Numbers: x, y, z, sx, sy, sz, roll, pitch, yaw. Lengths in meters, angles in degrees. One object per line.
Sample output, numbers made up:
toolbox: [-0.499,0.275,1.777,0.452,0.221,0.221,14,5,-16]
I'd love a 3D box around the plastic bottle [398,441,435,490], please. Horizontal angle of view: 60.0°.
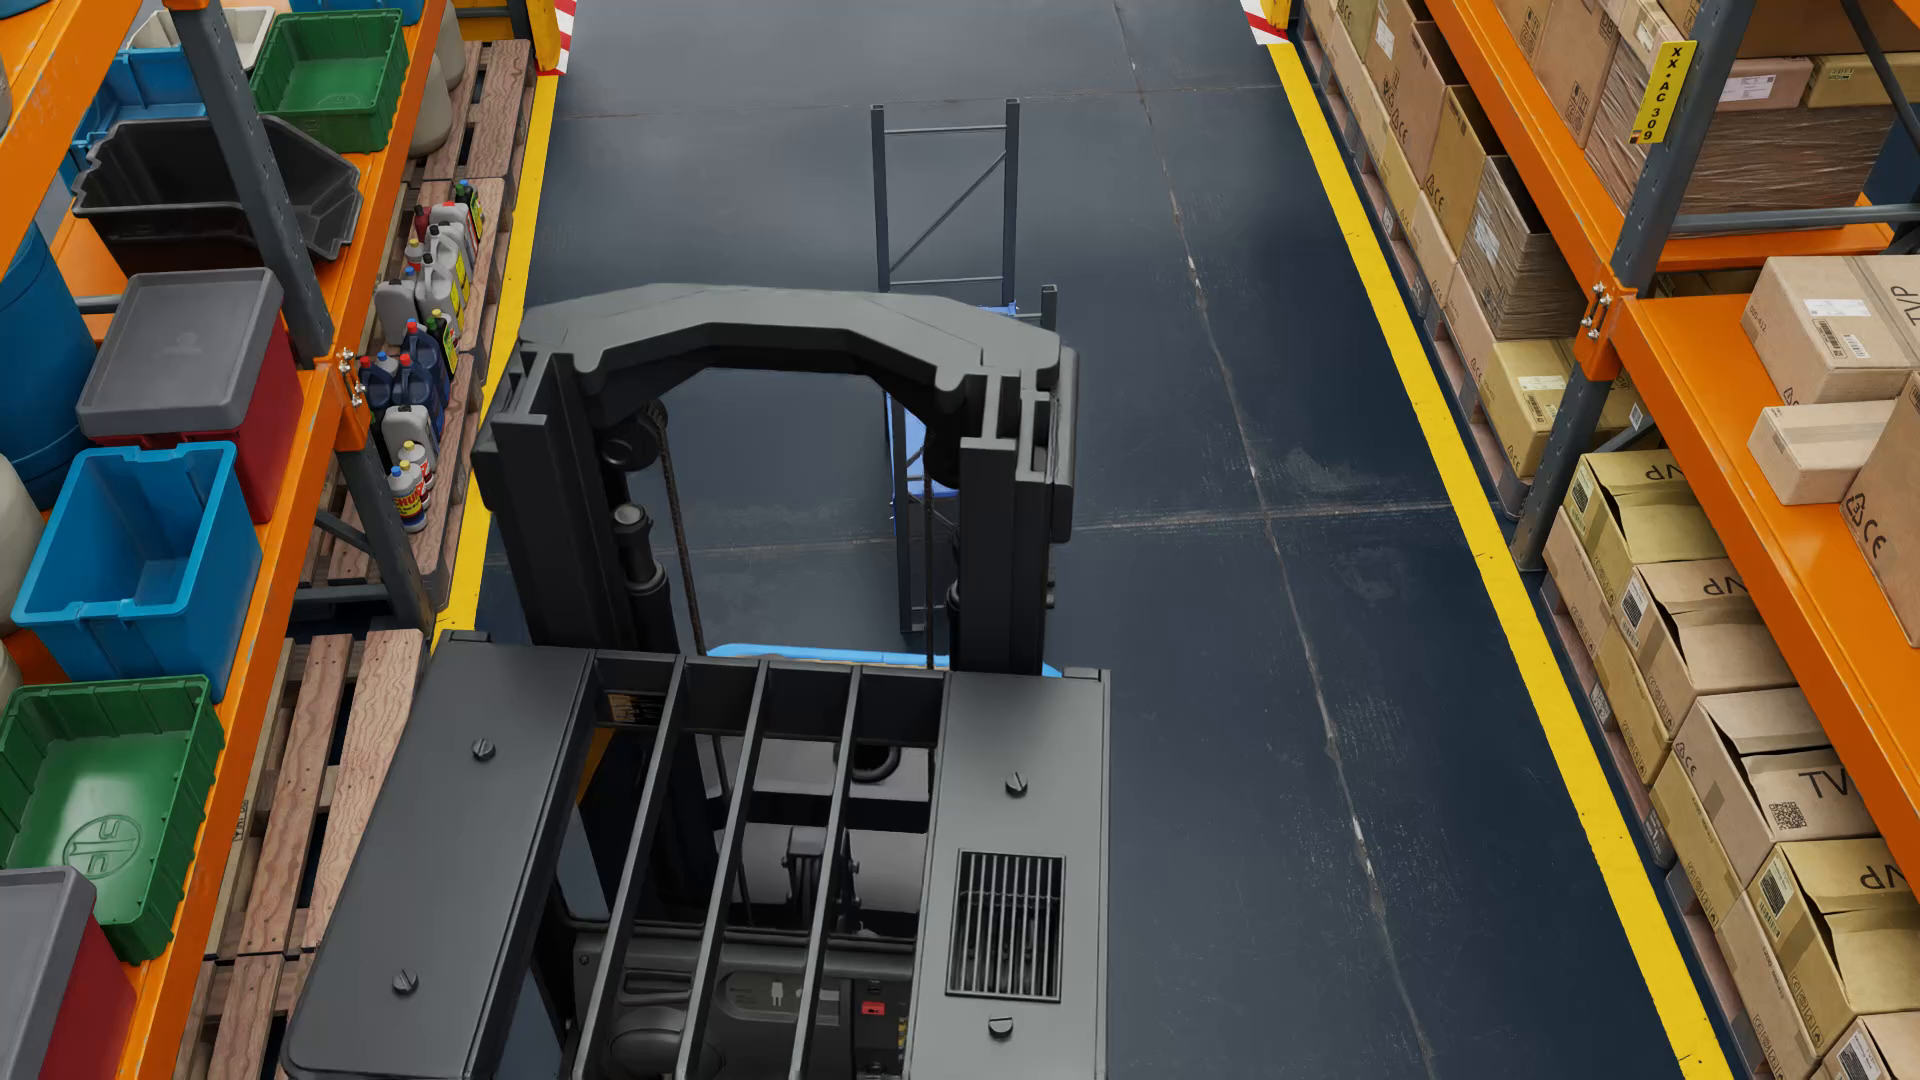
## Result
plastic bottle: [-1.989,-0.278,6.071,0.097,0.201,0.097,0,47,0]

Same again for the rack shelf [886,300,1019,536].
rack shelf: [-0.007,-0.454,5.895,0.538,0.185,1.000,-3,47,-3]

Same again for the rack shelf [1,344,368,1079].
rack shelf: [-2.215,1.010,3.723,1.077,0.370,4.000,-3,47,-3]

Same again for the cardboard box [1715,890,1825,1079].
cardboard box: [2.470,1.238,4.616,0.500,0.250,0.500,-3,47,-3]

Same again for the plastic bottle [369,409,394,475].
plastic bottle: [-2.133,-0.384,6.116,0.061,0.283,0.133,-3,47,-3]

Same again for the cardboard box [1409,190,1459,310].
cardboard box: [2.209,-1.227,6.951,0.500,0.250,0.500,-3,47,-3]

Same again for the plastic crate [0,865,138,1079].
plastic crate: [-1.878,1.000,3.193,0.402,0.464,0.583,-3,47,-3]

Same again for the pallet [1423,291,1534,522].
pallet: [2.529,-0.602,6.674,1.003,0.211,1.213,-3,47,-3]

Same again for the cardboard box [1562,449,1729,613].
cardboard box: [2.340,-0.060,5.459,0.500,0.311,0.500,-3,47,-3]

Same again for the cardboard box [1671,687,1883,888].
cardboard box: [2.421,0.677,4.761,0.500,0.311,0.500,-5,47,-5]

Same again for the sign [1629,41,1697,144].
sign: [2.001,-1.273,4.739,0.100,0.325,0.005,-3,47,-3]

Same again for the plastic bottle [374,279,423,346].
plastic bottle: [-2.233,-0.925,6.633,0.152,0.276,0.135,-3,47,-3]

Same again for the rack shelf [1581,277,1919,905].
rack shelf: [2.721,0.712,4.005,1.077,0.370,4.000,-3,47,-3]

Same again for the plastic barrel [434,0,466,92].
plastic barrel: [-2.586,-2.396,7.877,0.421,0.512,0.421,0,47,0]

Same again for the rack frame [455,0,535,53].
rack frame: [-2.717,-3.578,7.573,1.000,3.000,0.127,-3,47,-3]

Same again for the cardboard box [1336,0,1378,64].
cardboard box: [2.086,-2.570,7.706,0.500,0.500,0.500,-3,47,-3]

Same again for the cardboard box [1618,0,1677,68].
cardboard box: [2.299,-1.603,5.186,0.380,0.149,0.250,-4,47,-4]

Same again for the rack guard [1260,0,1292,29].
rack guard: [2.217,-3.034,8.780,1.175,0.500,0.348,-3,47,-3]

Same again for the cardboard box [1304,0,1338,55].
cardboard box: [2.042,-2.674,8.321,0.500,0.250,0.500,-3,47,-3]

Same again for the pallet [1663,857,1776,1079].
pallet: [2.760,1.392,4.787,1.003,0.211,1.213,-3,47,-3]

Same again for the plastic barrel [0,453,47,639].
plastic barrel: [-2.521,-0.025,4.114,0.433,0.535,0.433,0,47,0]

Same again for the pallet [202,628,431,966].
pallet: [-2.278,0.841,5.309,1.003,0.211,1.213,-3,47,-3]

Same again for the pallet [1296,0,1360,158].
pallet: [2.325,-2.367,8.346,1.003,0.211,1.213,-3,47,-3]

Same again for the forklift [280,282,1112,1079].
forklift: [-0.322,1.101,3.189,1.130,2.935,3.031,3,47,3]

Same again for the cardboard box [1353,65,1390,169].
cardboard box: [2.129,-1.951,7.636,0.500,0.250,0.500,-3,47,-3]

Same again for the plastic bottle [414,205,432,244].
plastic bottle: [-2.239,-1.302,6.985,0.061,0.283,0.133,-3,47,-3]

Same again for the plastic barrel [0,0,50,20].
plastic barrel: [-2.124,-1.533,3.225,0.600,0.901,0.708,-3,47,-3]

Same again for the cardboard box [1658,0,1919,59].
cardboard box: [2.510,-1.784,4.911,0.700,0.500,0.500,-3,47,-3]

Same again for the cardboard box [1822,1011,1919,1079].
cardboard box: [2.510,1.415,4.062,0.500,0.311,0.500,-4,47,-4]

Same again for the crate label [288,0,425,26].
crate label: [-2.294,-2.275,6.314,0.502,0.435,0.616,-3,47,-3]

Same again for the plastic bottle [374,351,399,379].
plastic bottle: [-2.169,-0.604,6.332,0.097,0.271,0.097,0,47,0]

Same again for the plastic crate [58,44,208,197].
plastic crate: [-2.746,-1.417,5.629,0.499,0.251,0.616,-3,47,-3]

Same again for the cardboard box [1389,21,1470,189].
cardboard box: [2.165,-1.846,7.021,0.500,0.500,0.500,-3,47,-3]

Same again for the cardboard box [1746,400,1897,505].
cardboard box: [2.424,-0.243,4.587,0.380,0.149,0.250,-3,47,-3]

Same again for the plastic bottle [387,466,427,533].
plastic bottle: [-1.972,-0.154,5.906,0.097,0.271,0.097,0,47,0]

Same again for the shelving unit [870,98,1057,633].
shelving unit: [-0.007,-0.577,5.764,0.538,1.500,1.048,-3,47,-3]

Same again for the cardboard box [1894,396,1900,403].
cardboard box: [2.810,-0.311,4.572,0.396,0.266,0.258,-5,47,-4]

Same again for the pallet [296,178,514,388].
pallet: [-2.502,-1.099,7.145,1.003,0.211,1.213,-3,47,-3]

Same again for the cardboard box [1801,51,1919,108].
cardboard box: [2.724,-1.446,5.038,0.380,0.149,0.250,-4,47,-3]

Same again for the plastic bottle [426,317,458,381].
plastic bottle: [-2.025,-0.769,6.480,0.061,0.283,0.133,-2,47,-2]

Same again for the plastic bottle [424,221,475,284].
plastic bottle: [-2.121,-1.206,6.900,0.152,0.276,0.135,-5,47,-4]

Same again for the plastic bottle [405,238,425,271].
plastic bottle: [-2.244,-1.160,6.907,0.097,0.201,0.097,0,47,0]

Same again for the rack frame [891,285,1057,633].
rack frame: [0.035,-0.210,5.416,0.500,1.500,0.032,-3,47,-3]

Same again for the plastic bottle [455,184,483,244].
plastic bottle: [-2.099,-1.410,7.087,0.061,0.283,0.133,-2,47,-2]

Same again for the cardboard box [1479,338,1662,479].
cardboard box: [2.297,-0.504,6.266,0.500,0.250,0.500,-3,47,-3]

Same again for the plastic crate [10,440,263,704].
plastic crate: [-1.980,0.101,4.100,0.392,0.384,0.575,-3,47,-3]

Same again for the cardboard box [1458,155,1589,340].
cardboard box: [2.267,-1.124,6.337,0.500,0.500,0.500,-3,47,-3]

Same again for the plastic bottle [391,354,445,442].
plastic bottle: [-2.037,-0.534,6.211,0.144,0.351,0.185,-2,47,-2]

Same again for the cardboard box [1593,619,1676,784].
cardboard box: [2.382,0.495,5.319,0.500,0.250,0.500,-2,47,-2]

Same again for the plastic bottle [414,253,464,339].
plastic bottle: [-2.088,-0.978,6.632,0.144,0.351,0.185,-4,47,-4]

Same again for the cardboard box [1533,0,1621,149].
cardboard box: [2.460,-1.719,5.743,0.700,0.500,0.500,-4,47,-4]

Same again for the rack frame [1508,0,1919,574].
rack frame: [2.554,-0.983,5.115,1.000,3.000,0.127,-3,47,-3]
